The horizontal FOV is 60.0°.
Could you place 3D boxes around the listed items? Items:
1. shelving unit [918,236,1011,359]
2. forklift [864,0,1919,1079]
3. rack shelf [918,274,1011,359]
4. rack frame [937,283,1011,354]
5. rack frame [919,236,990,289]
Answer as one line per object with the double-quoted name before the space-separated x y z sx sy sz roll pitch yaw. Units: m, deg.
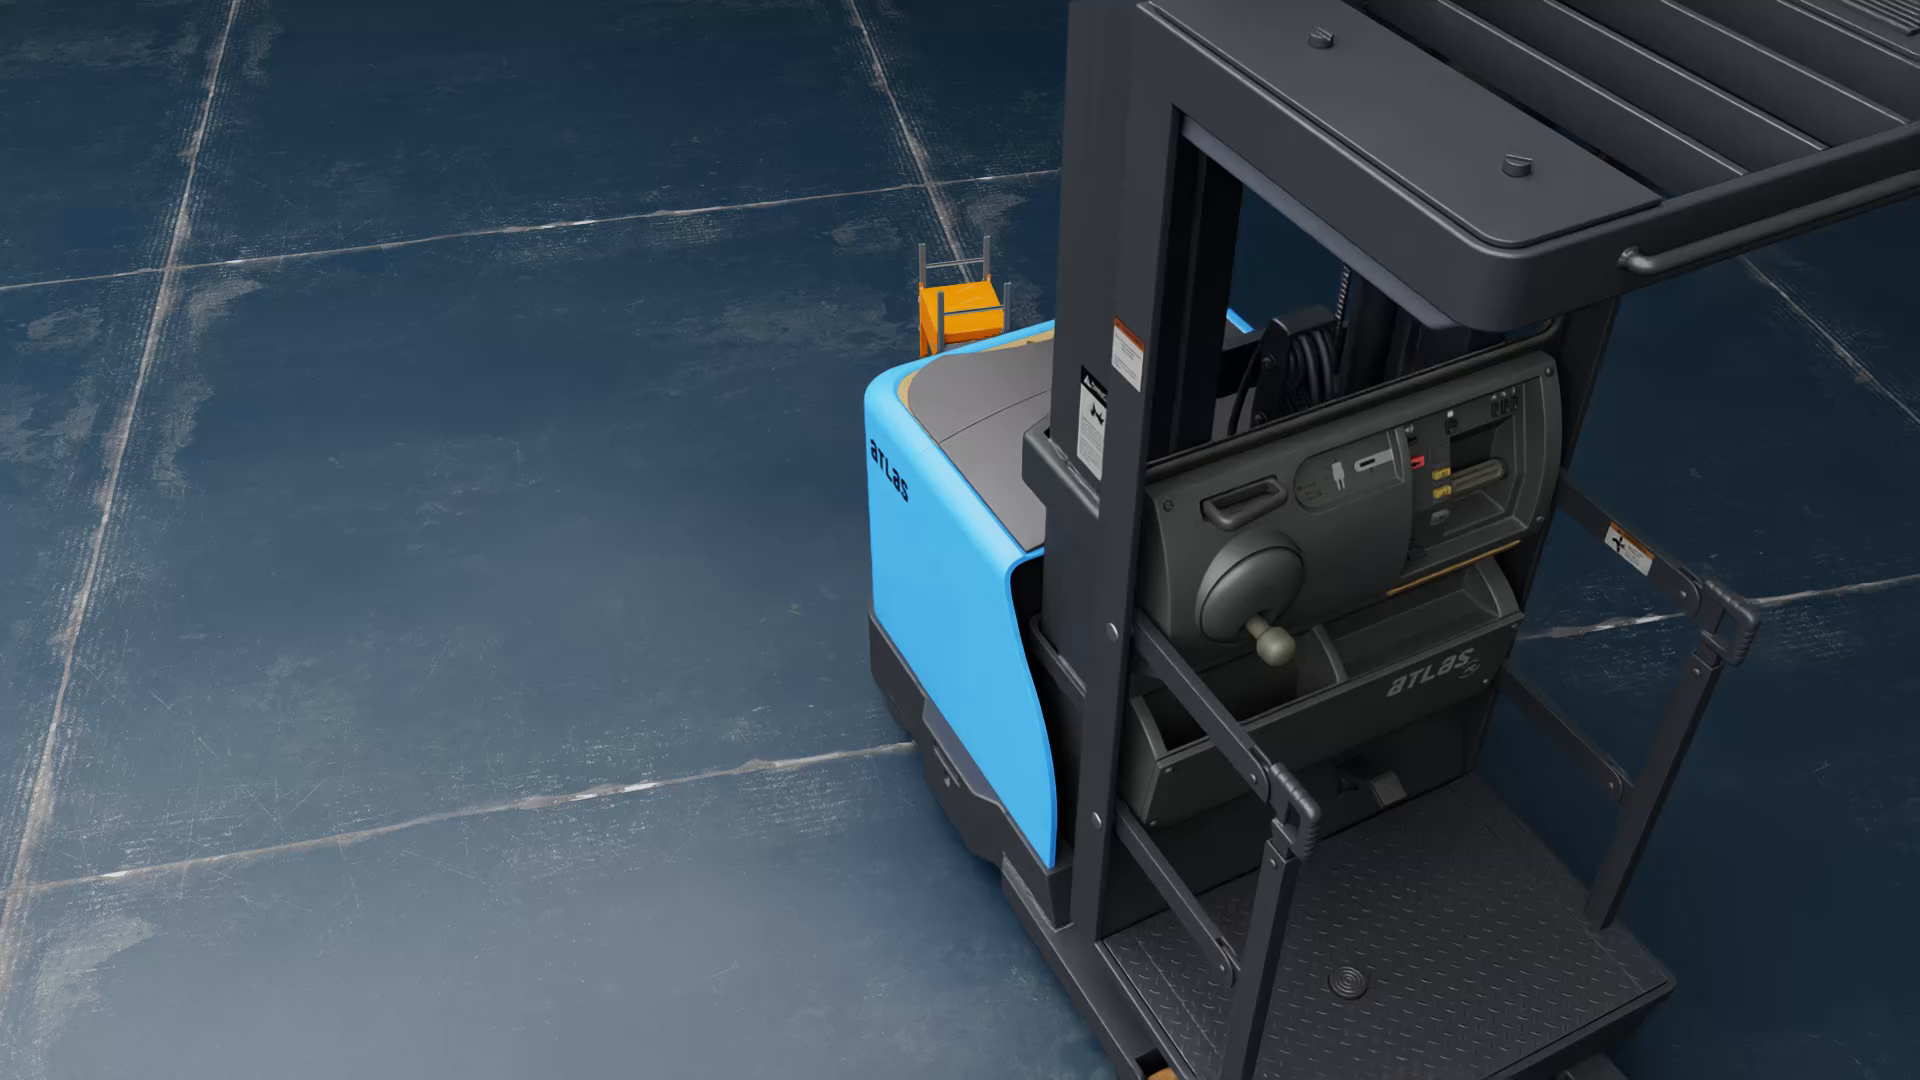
"shelving unit" 0.012 -0.358 4.862 0.215 1.050 0.252 -8 42 -9
"forklift" 0.871 0.023 3.017 1.130 2.935 3.031 -19 45 -20
"rack shelf" 0.012 -0.562 4.681 0.215 0.259 0.240 -8 42 -9
"rack frame" 0.038 -0.279 4.773 0.200 1.050 0.008 -8 42 -9
"rack frame" -0.015 -0.437 4.951 0.200 1.050 0.008 -8 42 -9
